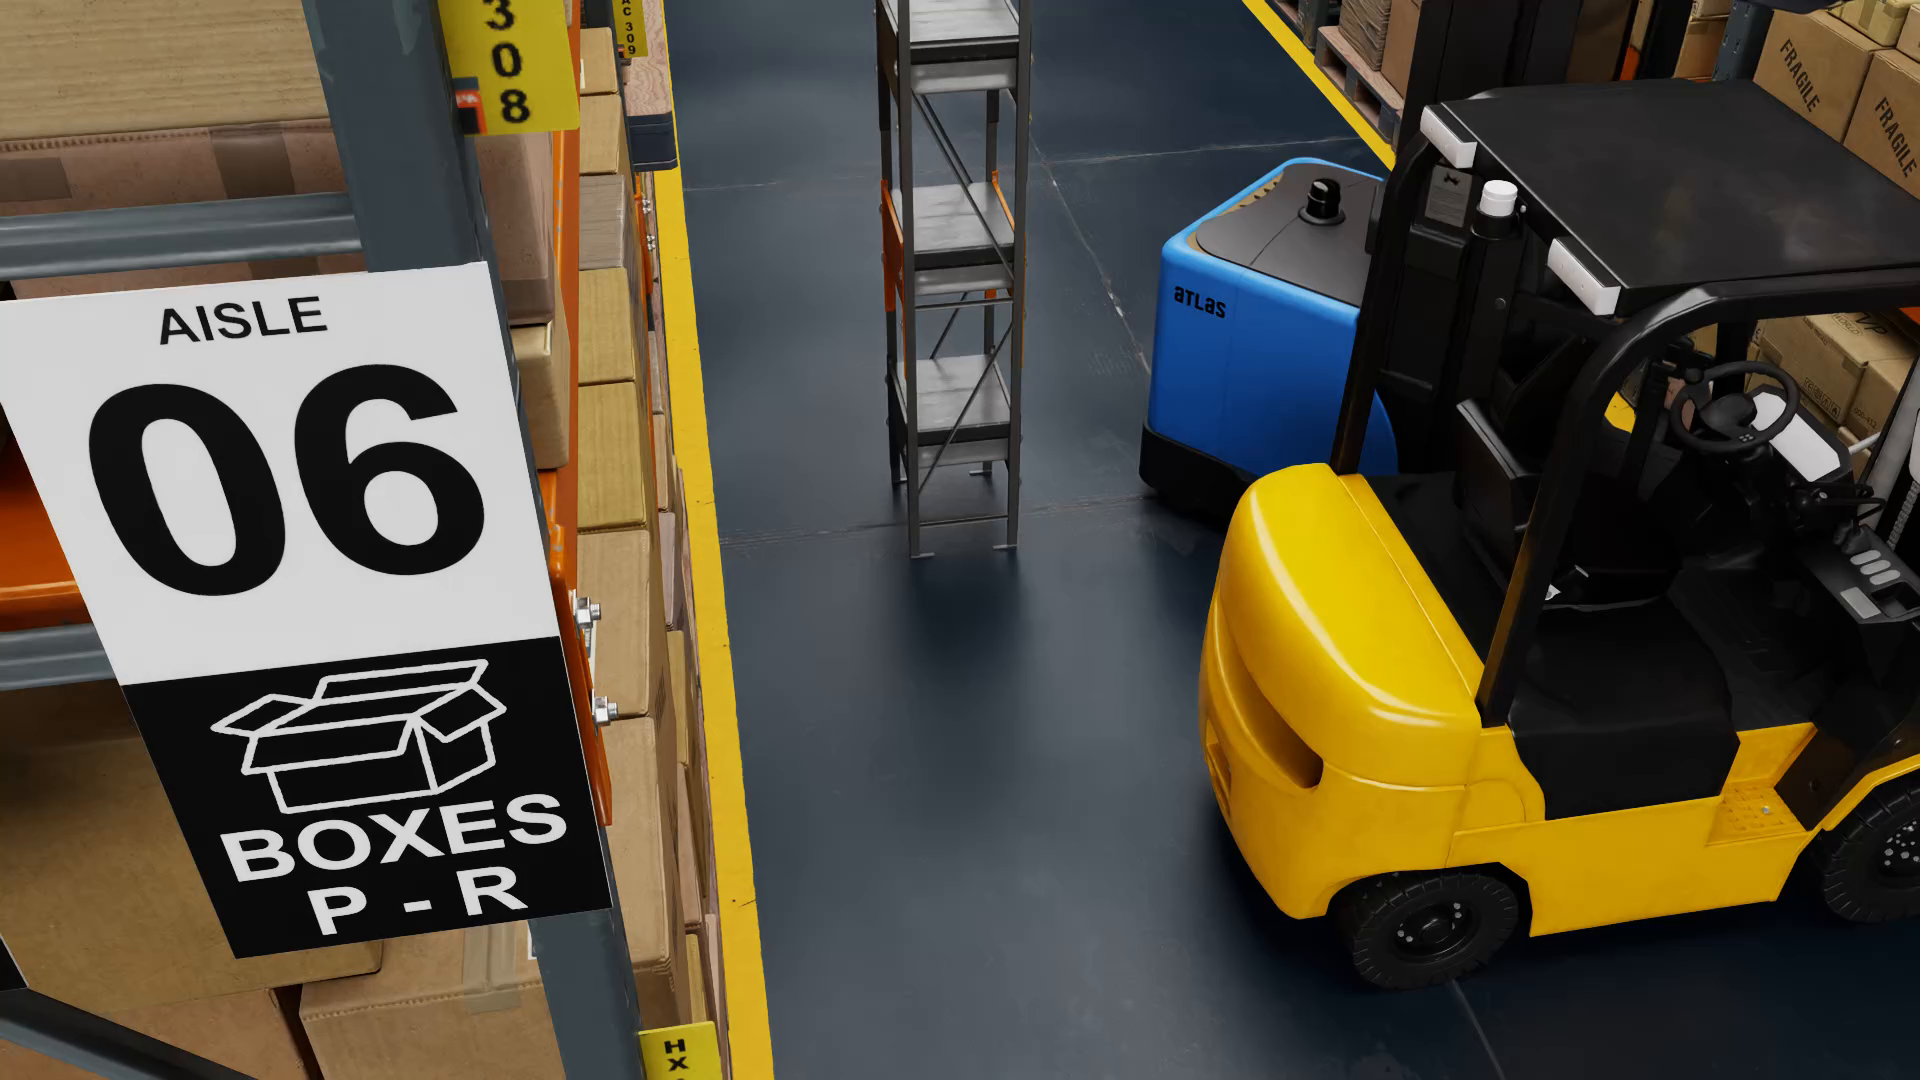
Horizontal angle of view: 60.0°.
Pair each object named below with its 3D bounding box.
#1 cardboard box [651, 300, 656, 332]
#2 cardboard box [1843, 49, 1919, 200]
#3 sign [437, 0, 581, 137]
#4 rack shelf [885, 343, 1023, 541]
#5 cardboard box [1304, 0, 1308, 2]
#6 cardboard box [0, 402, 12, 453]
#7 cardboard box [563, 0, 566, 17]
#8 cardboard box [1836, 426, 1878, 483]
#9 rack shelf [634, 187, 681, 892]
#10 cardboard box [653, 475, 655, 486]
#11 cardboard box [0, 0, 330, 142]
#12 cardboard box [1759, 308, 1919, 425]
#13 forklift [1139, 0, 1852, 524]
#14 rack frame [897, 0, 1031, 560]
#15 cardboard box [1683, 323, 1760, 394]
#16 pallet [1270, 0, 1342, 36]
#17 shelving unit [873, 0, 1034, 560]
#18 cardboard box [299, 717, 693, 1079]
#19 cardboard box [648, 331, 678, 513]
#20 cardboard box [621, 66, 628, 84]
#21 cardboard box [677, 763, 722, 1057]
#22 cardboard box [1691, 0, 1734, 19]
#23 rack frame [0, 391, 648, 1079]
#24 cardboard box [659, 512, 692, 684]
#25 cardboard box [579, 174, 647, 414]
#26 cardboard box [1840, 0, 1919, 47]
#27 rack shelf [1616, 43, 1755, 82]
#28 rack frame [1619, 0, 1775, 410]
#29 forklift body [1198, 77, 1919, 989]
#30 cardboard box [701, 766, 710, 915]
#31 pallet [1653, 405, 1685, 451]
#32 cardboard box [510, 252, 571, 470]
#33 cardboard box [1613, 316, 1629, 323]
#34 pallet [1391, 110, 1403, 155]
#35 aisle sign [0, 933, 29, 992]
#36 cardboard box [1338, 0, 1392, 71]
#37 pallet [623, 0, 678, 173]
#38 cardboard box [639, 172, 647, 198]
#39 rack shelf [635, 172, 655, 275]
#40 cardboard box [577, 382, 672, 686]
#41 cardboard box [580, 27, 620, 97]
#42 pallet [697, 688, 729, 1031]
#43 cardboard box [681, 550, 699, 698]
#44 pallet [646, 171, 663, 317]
[{"bbox_3d":[-1.684,-0.728,6.542,0.950,0.372,0.625,-6,38,-7],"label":"cardboard box"},{"bbox_3d":[3.225,-1.250,5.333,0.500,0.500,0.500,-6,38,-7],"label":"cardboard box"},{"bbox_3d":[-0.354,-0.456,1.234,0.100,0.325,0.005,-6,38,-8],"label":"sign"},{"bbox_3d":[-0.029,-0.366,6.172,0.431,0.518,0.480,-6,38,-8],"label":"rack shelf"},{"bbox_3d":[2.309,-3.647,10.194,0.500,0.500,0.500,-5,38,-7],"label":"cardboard box"},{"bbox_3d":[-1.226,-0.138,1.743,0.380,0.149,0.250,-6,38,-8],"label":"cardboard box"},{"bbox_3d":[-0.793,-0.748,2.202,0.500,0.250,0.500,-7,38,-9],"label":"cardboard box"},{"bbox_3d":[3.244,-0.163,5.506,0.500,0.250,0.500,-7,38,-8],"label":"cardboard box"},{"bbox_3d":[-1.239,0.209,4.123,1.077,0.370,4.000,-6,38,-8],"label":"rack shelf"},{"bbox_3d":[-0.956,-0.100,4.139,0.380,0.149,0.250,-6,38,-8],"label":"cardboard box"},{"bbox_3d":[-0.750,-0.504,1.564,0.380,0.149,0.250,-6,38,-8],"label":"cardboard box"},{"bbox_3d":[3.152,-0.659,5.737,0.500,0.250,0.500,-6,38,-8],"label":"cardboard box"},{"bbox_3d":[2.161,-1.014,5.166,3.031,2.935,1.130,26,45,30],"label":"forklift"},{"bbox_3d":[0.014,-0.782,5.545,0.400,2.100,0.015,-6,38,-8],"label":"rack frame"},{"bbox_3d":[3.077,-0.772,6.290,0.500,0.250,0.500,-6,38,-8],"label":"cardboard box"},{"bbox_3d":[2.502,-3.589,10.698,1.003,0.211,1.213,-6,38,-8],"label":"pallet"},{"bbox_3d":[-0.029,-0.929,5.735,0.431,2.100,0.503,-6,38,-8],"label":"shelving unit"},{"bbox_3d":[-0.698,0.660,2.632,0.500,0.500,0.500,-7,38,-9],"label":"cardboard box"},{"bbox_3d":[-1.222,-0.331,5.519,0.500,0.500,0.500,-7,38,-9],"label":"cardboard box"},{"bbox_3d":[-1.376,-1.718,5.879,0.380,0.149,0.250,-6,38,-7],"label":"cardboard box"},{"bbox_3d":[-0.858,0.910,3.922,0.500,0.500,0.500,-8,38,-10],"label":"cardboard box"},{"bbox_3d":[2.959,-2.227,6.386,0.500,0.250,0.500,-7,38,-9],"label":"cardboard box"},{"bbox_3d":[-0.888,1.133,2.347,1.000,3.000,0.127,-6,38,-8],"label":"rack frame"},{"bbox_3d":[-1.040,0.284,4.727,0.500,0.500,0.500,-4,38,-6],"label":"cardboard box"},{"bbox_3d":[-1.075,-0.576,4.222,0.500,0.500,0.500,-5,38,-7],"label":"cardboard box"},{"bbox_3d":[3.140,-1.738,5.432,0.380,0.149,0.250,-5,38,-7],"label":"cardboard box"},{"bbox_3d":[2.946,-2.743,7.923,1.077,0.370,4.000,-6,38,-8],"label":"rack shelf"},{"bbox_3d":[3.296,-1.820,6.147,1.000,3.000,0.127,-6,38,-8],"label":"rack frame"},{"bbox_3d":[1.869,-0.018,4.519,2.313,2.155,1.214,-6,38,-8],"label":"forklift body"},{"bbox_3d":[-0.948,0.898,4.548,0.500,0.250,0.500,-4,38,-5],"label":"cardboard box"},{"bbox_3d":[3.395,-0.234,6.379,1.003,0.211,1.213,-6,38,-8],"label":"pallet"},{"bbox_3d":[-0.627,-0.188,1.807,0.380,0.149,0.250,-6,38,-8],"label":"cardboard box"},{"bbox_3d":[3.194,-1.362,7.151,0.875,0.625,0.625,-5,38,-6],"label":"cardboard box"},{"bbox_3d":[2.912,-1.898,8.521,1.003,0.211,1.213,-6,38,-8],"label":"pallet"},{"bbox_3d":[-1.163,0.175,1.461,0.394,0.787,0.004,-6,38,-8],"label":"aisle sign"},{"bbox_3d":[2.691,-3.085,9.370,0.875,0.625,0.625,-5,38,-7],"label":"cardboard box"},{"bbox_3d":[-1.580,-1.685,6.130,1.003,0.211,1.213,-6,38,-8],"label":"pallet"},{"bbox_3d":[-1.937,-1.582,7.641,0.950,0.372,0.625,-5,38,-6],"label":"cardboard box"},{"bbox_3d":[-1.940,-2.207,7.233,1.077,0.370,4.000,-6,38,-8],"label":"rack shelf"},{"bbox_3d":[-0.883,0.040,3.430,0.500,0.500,0.500,-7,38,-9],"label":"cardboard box"},{"bbox_3d":[-1.267,-1.199,5.024,0.500,0.500,0.500,-7,38,-9],"label":"cardboard box"},{"bbox_3d":[-1.220,0.958,4.845,1.003,0.211,1.213,-6,38,-8],"label":"pallet"},{"bbox_3d":[-1.118,0.285,5.337,0.500,0.250,0.500,-7,38,-9],"label":"cardboard box"},{"bbox_3d":[-1.945,-1.391,7.868,1.003,0.211,1.213,-6,38,-8],"label":"pallet"}]
